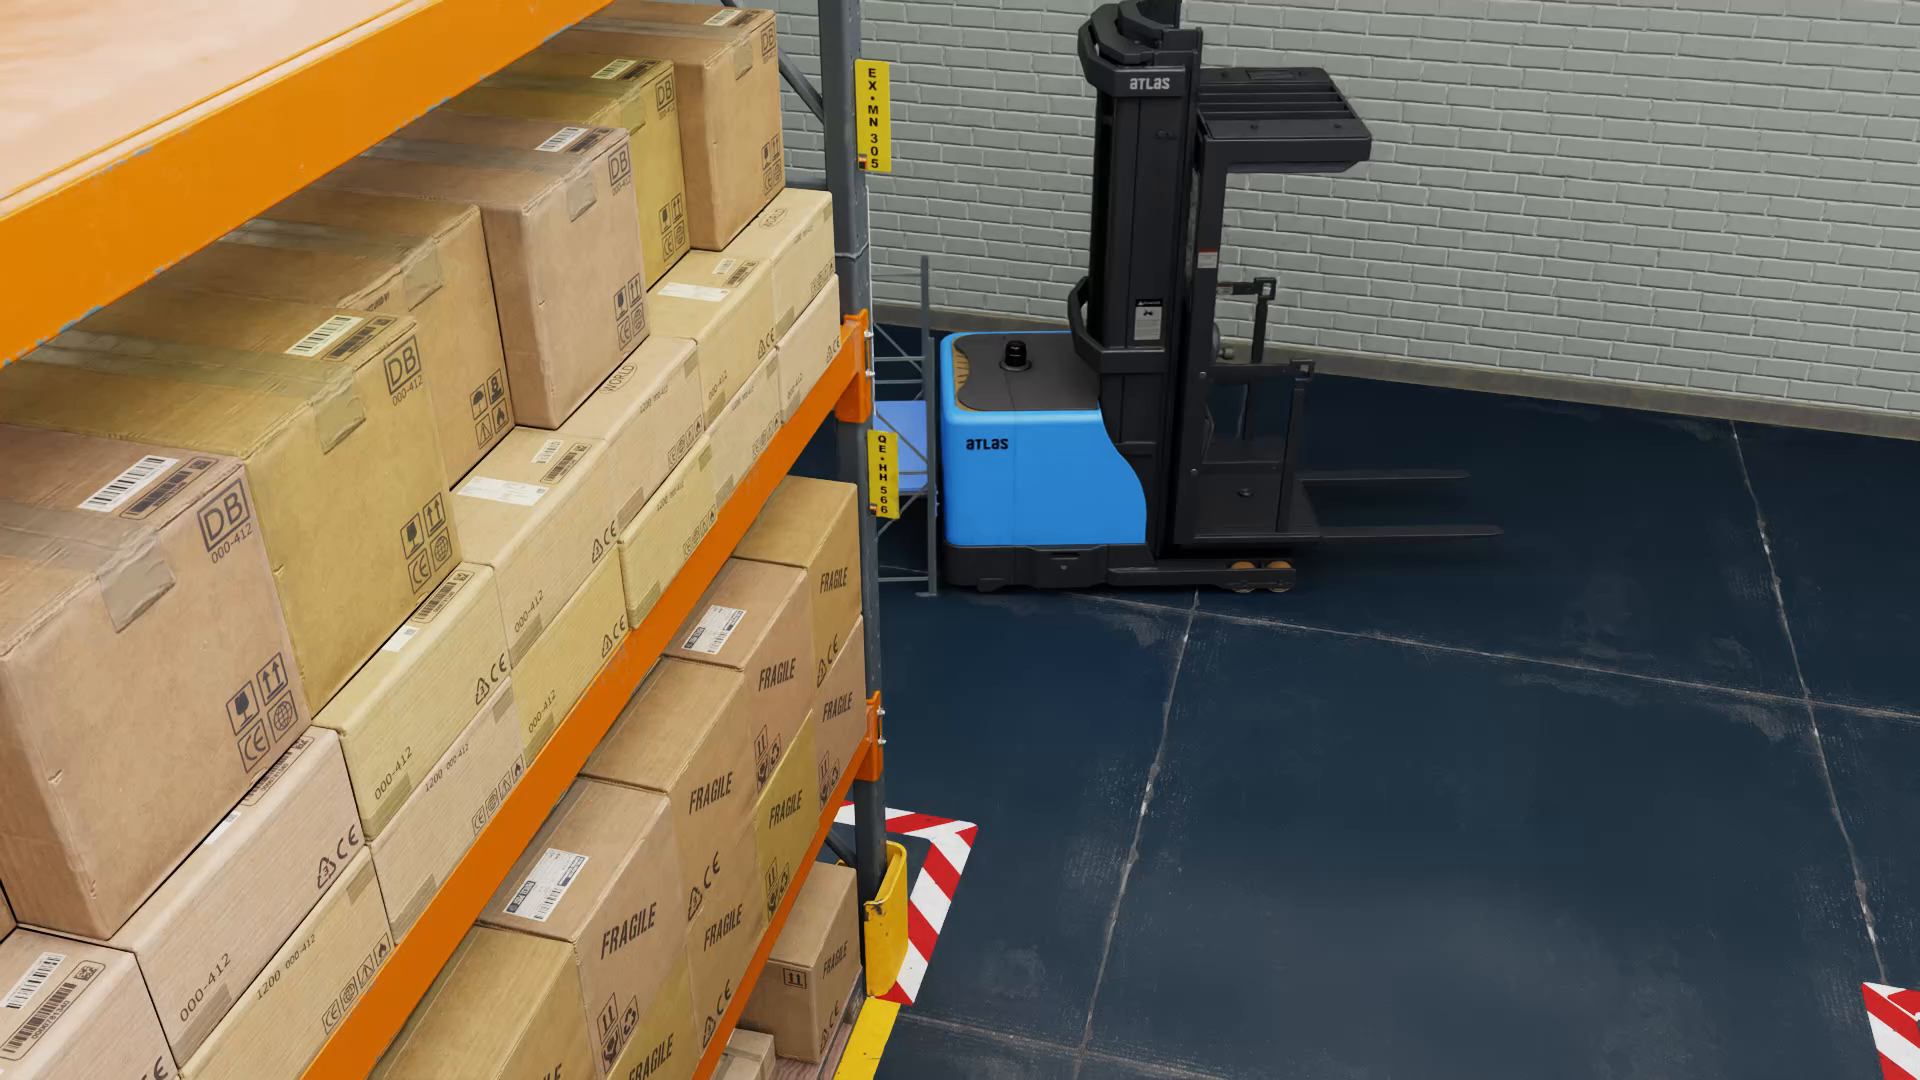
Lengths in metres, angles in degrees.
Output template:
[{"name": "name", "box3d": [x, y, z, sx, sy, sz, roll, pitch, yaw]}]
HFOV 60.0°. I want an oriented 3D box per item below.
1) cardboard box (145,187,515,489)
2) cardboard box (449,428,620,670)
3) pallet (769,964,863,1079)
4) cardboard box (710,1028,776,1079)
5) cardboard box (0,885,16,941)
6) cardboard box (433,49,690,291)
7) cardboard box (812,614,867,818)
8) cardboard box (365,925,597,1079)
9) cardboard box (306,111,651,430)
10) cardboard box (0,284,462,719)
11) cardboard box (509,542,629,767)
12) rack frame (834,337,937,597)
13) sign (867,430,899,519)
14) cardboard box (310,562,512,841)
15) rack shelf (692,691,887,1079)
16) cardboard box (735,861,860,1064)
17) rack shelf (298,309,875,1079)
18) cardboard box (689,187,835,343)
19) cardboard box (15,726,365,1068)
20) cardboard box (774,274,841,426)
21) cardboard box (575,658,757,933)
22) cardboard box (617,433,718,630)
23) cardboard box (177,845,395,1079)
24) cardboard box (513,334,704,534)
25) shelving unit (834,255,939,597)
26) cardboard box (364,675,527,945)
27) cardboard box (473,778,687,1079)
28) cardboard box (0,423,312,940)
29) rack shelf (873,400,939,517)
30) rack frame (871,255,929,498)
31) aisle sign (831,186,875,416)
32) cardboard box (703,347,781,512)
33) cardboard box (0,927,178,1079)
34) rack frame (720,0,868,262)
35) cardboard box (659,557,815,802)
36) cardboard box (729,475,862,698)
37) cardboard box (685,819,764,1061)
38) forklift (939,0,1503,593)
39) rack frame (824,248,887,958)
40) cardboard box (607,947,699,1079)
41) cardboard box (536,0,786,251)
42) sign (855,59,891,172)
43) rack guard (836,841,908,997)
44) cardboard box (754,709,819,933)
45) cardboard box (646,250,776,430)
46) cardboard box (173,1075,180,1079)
[{"name": "cardboard box", "box3d": [-1.348, -0.371, 3.287, 0.700, 0.500, 0.500, 8, 33, 12]}, {"name": "cardboard box", "box3d": [-1.045, -0.012, 3.421, 0.500, 0.250, 0.500, 8, 33, 12]}, {"name": "pallet", "box3d": [-1.005, 1.951, 6.054, 1.003, 0.211, 1.213, 8, 33, 12]}, {"name": "cardboard box", "box3d": [-0.874, 1.845, 5.853, 0.380, 0.166, 0.250, 8, 33, 12]}, {"name": "cardboard box", "box3d": [-1.713, 0.409, 2.059, 0.700, 0.500, 0.500, 8, 33, 12]}, {"name": "cardboard box", "box3d": [-1.107, -0.892, 4.106, 0.700, 0.500, 0.500, 8, 33, 12]}, {"name": "cardboard box", "box3d": [-0.634, 0.548, 5.568, 0.500, 0.500, 0.500, 9, 34, 14]}, {"name": "cardboard box", "box3d": [-1.146, 1.192, 3.624, 0.500, 0.500, 0.500, 7, 33, 11]}, {"name": "cardboard box", "box3d": [-1.131, -0.618, 3.675, 0.700, 0.500, 0.500, 8, 33, 12]}, {"name": "cardboard box", "box3d": [-1.328, -0.091, 2.846, 0.700, 0.500, 0.500, 8, 33, 12]}, {"name": "cardboard box", "box3d": [-1.054, 0.198, 3.557, 0.500, 0.250, 0.500, 8, 33, 12]}, {"name": "rack frame", "box3d": [-0.375, -0.336, 8.450, 0.500, 1.500, 0.032, -1, 32, -2]}, {"name": "sign", "box3d": [-0.252, -0.215, 5.488, 0.100, 0.325, 0.005, 8, 33, 12]}, {"name": "cardboard box", "box3d": [-1.172, 0.247, 3.013, 0.500, 0.250, 0.500, 8, 33, 12]}, {"name": "rack shelf", "box3d": [-1.292, 1.663, 4.579, 1.077, 0.370, 4.000, 8, 33, 12]}, {"name": "cardboard box", "box3d": [-0.684, 1.506, 6.075, 0.500, 0.500, 0.500, 8, 33, 12]}, {"name": "rack shelf", "box3d": [-1.292, 0.397, 3.774, 1.077, 0.370, 4.000, 8, 33, 12]}, {"name": "cardboard box", "box3d": [-0.668, -0.791, 4.646, 0.500, 0.250, 0.500, 8, 33, 12]}, {"name": "cardboard box", "box3d": [-1.310, 0.505, 2.607, 0.500, 0.250, 0.500, 8, 33, 12]}, {"name": "cardboard box", "box3d": [-0.659, -0.579, 4.778, 0.500, 0.250, 0.500, 8, 33, 12]}, {"name": "cardboard box", "box3d": [-0.885, 0.657, 4.465, 0.500, 0.500, 0.500, 9, 34, 14]}, {"name": "cardboard box", "box3d": [-0.911, -0.060, 3.962, 0.500, 0.250, 0.500, 8, 33, 12]}, {"name": "cardboard box", "box3d": [-1.305, 0.717, 2.740, 0.500, 0.250, 0.500, 8, 33, 12]}, {"name": "cardboard box", "box3d": [-0.925, -0.273, 3.830, 0.500, 0.250, 0.500, 8, 33, 12]}, {"name": "shelving unit", "box3d": [-0.396, -0.608, 8.879, 0.538, 1.500, 1.048, -1, 32, -2]}, {"name": "cardboard box", "box3d": [-1.177, 0.458, 3.148, 0.500, 0.250, 0.500, 8, 33, 12]}, {"name": "cardboard box", "box3d": [-1.016, 0.924, 4.045, 0.500, 0.500, 0.500, 9, 34, 14]}, {"name": "cardboard box", "box3d": [-1.449, 0.169, 2.437, 0.700, 0.500, 0.500, 8, 33, 12]}, {"name": "rack shelf", "box3d": [-0.396, -0.456, 8.975, 0.538, 0.185, 1.000, -1, 32, -2]}, {"name": "rack frame", "box3d": [-0.418, -0.881, 9.307, 0.500, 1.500, 0.032, -1, 32, -2]}, {"name": "aisle sign", "box3d": [-0.470, -0.770, 5.311, 0.394, 0.787, 0.004, 8, 33, 12]}, {"name": "cardboard box", "box3d": [-0.797, -0.321, 4.372, 0.500, 0.250, 0.500, 8, 33, 12]}, {"name": "cardboard box", "box3d": [-1.435, 0.765, 2.199, 0.500, 0.250, 0.500, 8, 33, 12]}, {"name": "rack frame", "box3d": [-0.784, -2.211, 4.409, 1.000, 3.000, 0.127, 8, 33, 12]}, {"name": "cardboard box", "box3d": [-0.758, 0.388, 4.889, 0.500, 0.500, 0.500, 9, 34, 14]}, {"name": "cardboard box", "box3d": [-0.631, 0.125, 5.301, 0.500, 0.500, 0.500, 8, 33, 12]}, {"name": "cardboard box", "box3d": [-0.894, 1.076, 4.738, 0.500, 0.500, 0.500, 8, 33, 13]}, {"name": "forklift", "box3d": [1.406, -1.239, 8.536, 3.031, 2.935, 1.130, -1, 32, -2]}, {"name": "rack frame", "box3d": [-0.784, 0.321, 6.019, 1.000, 3.000, 0.127, 8, 33, 12]}, {"name": "cardboard box", "box3d": [-1.023, 1.338, 4.326, 0.500, 0.500, 0.500, 8, 33, 12]}, {"name": "cardboard box", "box3d": [-0.899, -1.140, 4.496, 0.700, 0.500, 0.500, 8, 33, 12]}, {"name": "sign", "box3d": [-0.252, -1.232, 4.841, 0.100, 0.325, 0.005, 8, 33, 12]}, {"name": "rack guard", "box3d": [-0.803, 1.416, 6.627, 1.175, 0.500, 0.348, 8, 33, 12]}, {"name": "cardboard box", "box3d": [-0.763, 0.818, 5.144, 0.500, 0.500, 0.500, 8, 33, 13]}, {"name": "cardboard box", "box3d": [-0.794, -0.532, 4.238, 0.500, 0.250, 0.500, 8, 33, 12]}, {"name": "cardboard box", "box3d": [-1.436, 0.976, 2.333, 0.500, 0.250, 0.500, 8, 33, 12]}]
